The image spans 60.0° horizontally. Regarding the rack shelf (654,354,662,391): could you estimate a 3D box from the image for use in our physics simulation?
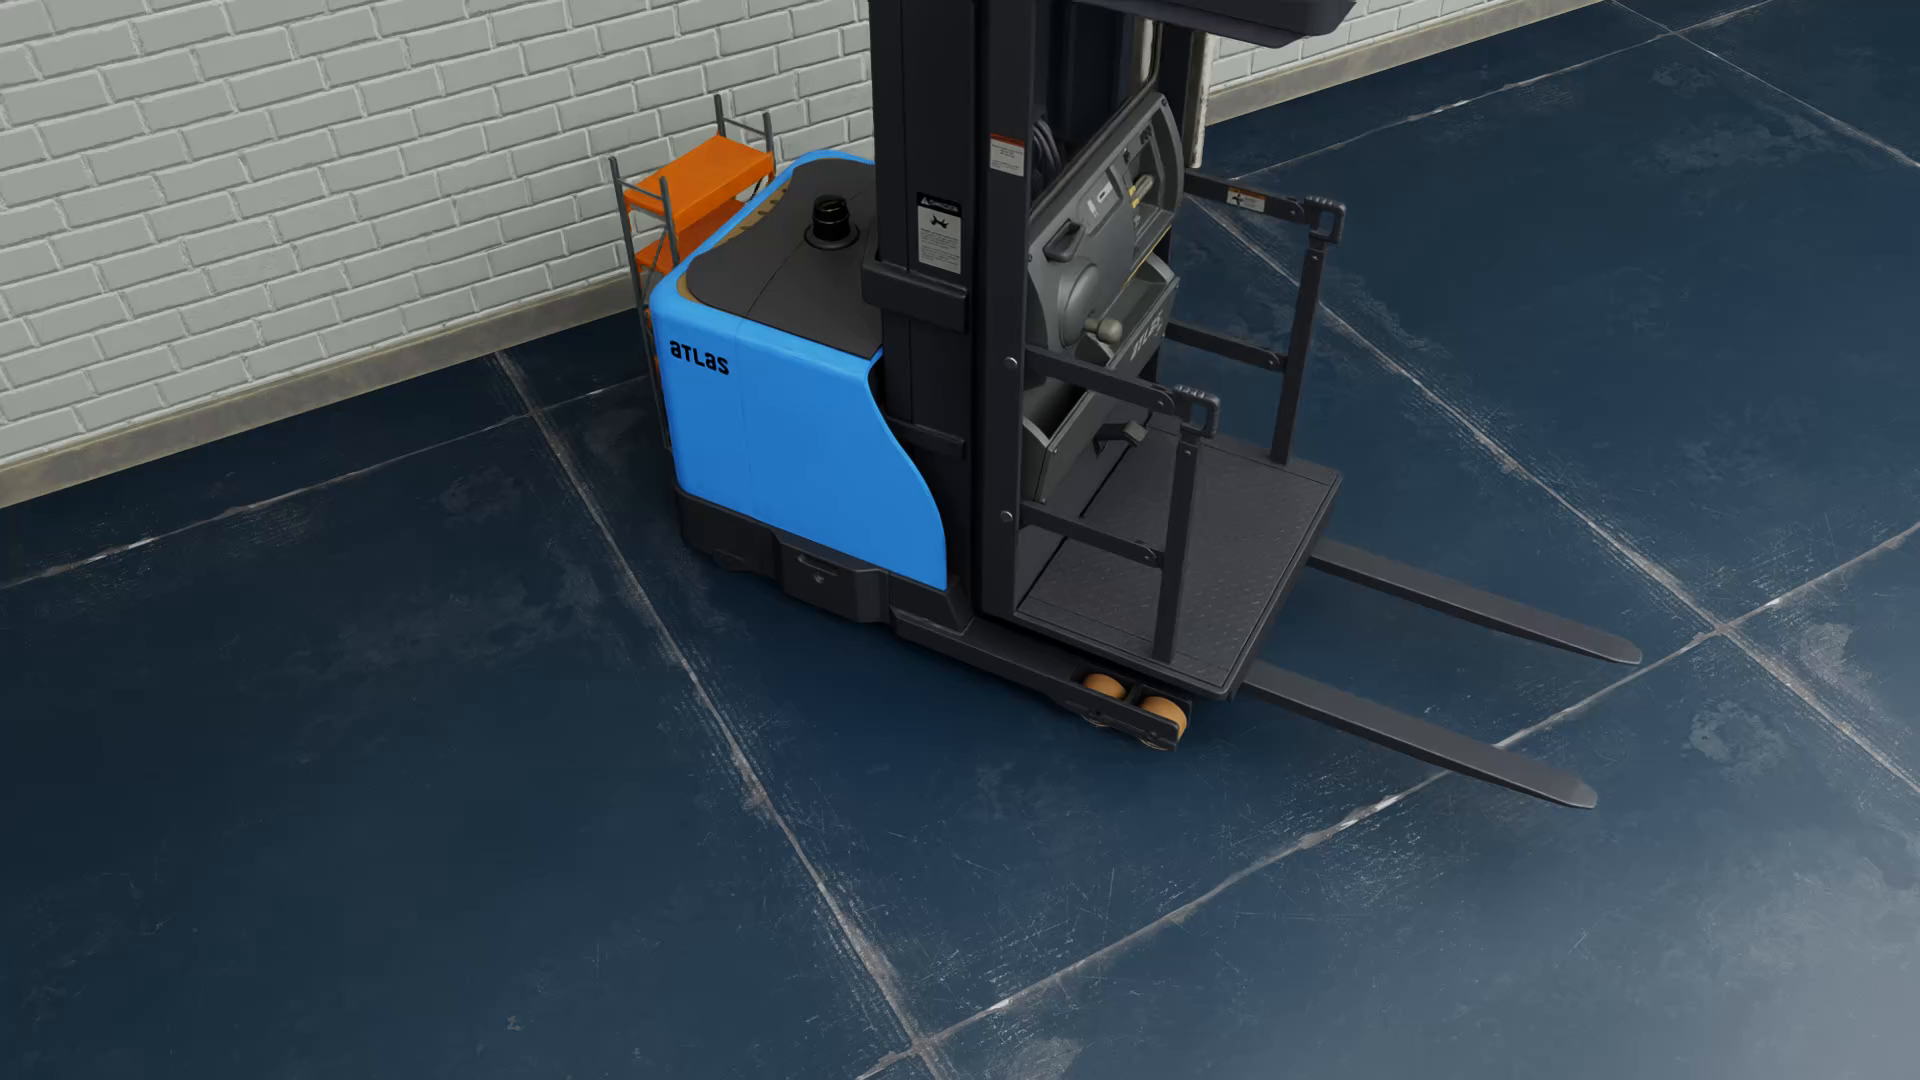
[{"bbox_3d":[-0.847,-0.675,5.960,0.258,0.148,0.480,26,50,27],"label":"rack shelf"}]

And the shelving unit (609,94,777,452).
[{"bbox_3d":[-0.854,-0.870,5.778,0.258,1.200,0.503,26,50,27],"label":"shelving unit"}]

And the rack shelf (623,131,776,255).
[{"bbox_3d":[-0.864,-1.157,5.510,0.258,0.148,0.480,26,50,27],"label":"rack shelf"}]

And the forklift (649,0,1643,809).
[{"bbox_3d":[0.591,-0.837,4.508,3.031,2.935,1.130,20,48,20],"label":"forklift"}]

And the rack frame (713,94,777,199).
[{"bbox_3d":[-0.709,-1.006,5.919,0.240,1.200,0.015,26,50,27],"label":"rack frame"}]

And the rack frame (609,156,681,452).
[{"bbox_3d":[-0.999,-0.733,5.637,0.240,1.200,0.015,26,50,27],"label":"rack frame"}]

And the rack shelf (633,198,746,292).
[{"bbox_3d":[-0.858,-0.984,5.672,0.258,0.148,0.480,26,50,27],"label":"rack shelf"}]

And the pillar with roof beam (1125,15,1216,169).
[{"bbox_3d":[2.986,-2.337,1.697,0.400,9.000,9.100,-22,48,-21],"label":"pillar with roof beam"}]

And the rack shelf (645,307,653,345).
[{"bbox_3d":[-0.852,-0.820,5.824,0.258,0.148,0.480,26,50,27],"label":"rack shelf"}]
